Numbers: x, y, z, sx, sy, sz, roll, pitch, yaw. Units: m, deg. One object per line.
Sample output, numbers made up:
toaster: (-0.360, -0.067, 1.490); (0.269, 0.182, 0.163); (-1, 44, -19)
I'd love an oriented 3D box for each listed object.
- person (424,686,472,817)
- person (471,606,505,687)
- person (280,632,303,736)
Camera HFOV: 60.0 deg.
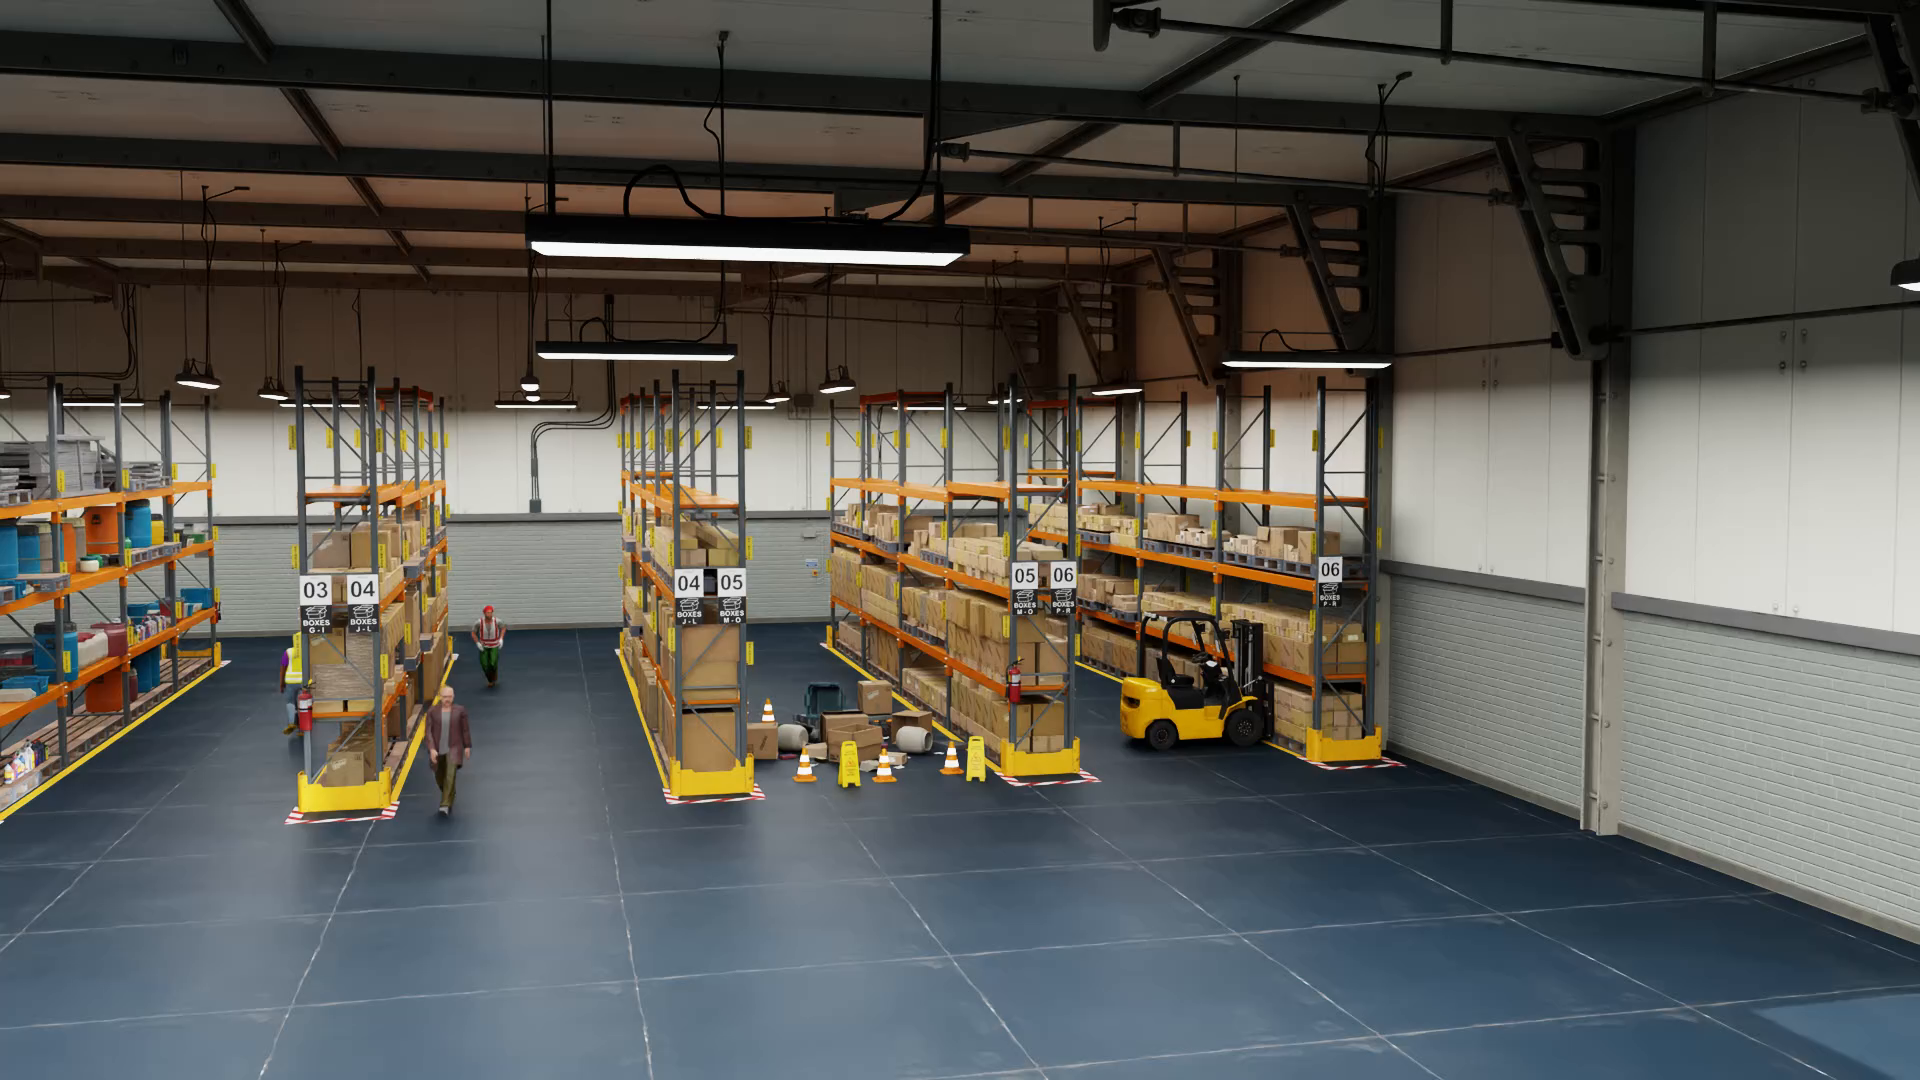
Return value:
person: (-6.891, 2.914, 22.293); (0.571, 1.500, 1.226); (0, 3, -6)
person: (-9.566, 2.153, 33.729); (0.642, 1.686, 0.627); (0, 3, -7)
person: (-11.190, 2.431, 28.155); (0.611, 1.761, 0.478); (-1, 4, -15)
